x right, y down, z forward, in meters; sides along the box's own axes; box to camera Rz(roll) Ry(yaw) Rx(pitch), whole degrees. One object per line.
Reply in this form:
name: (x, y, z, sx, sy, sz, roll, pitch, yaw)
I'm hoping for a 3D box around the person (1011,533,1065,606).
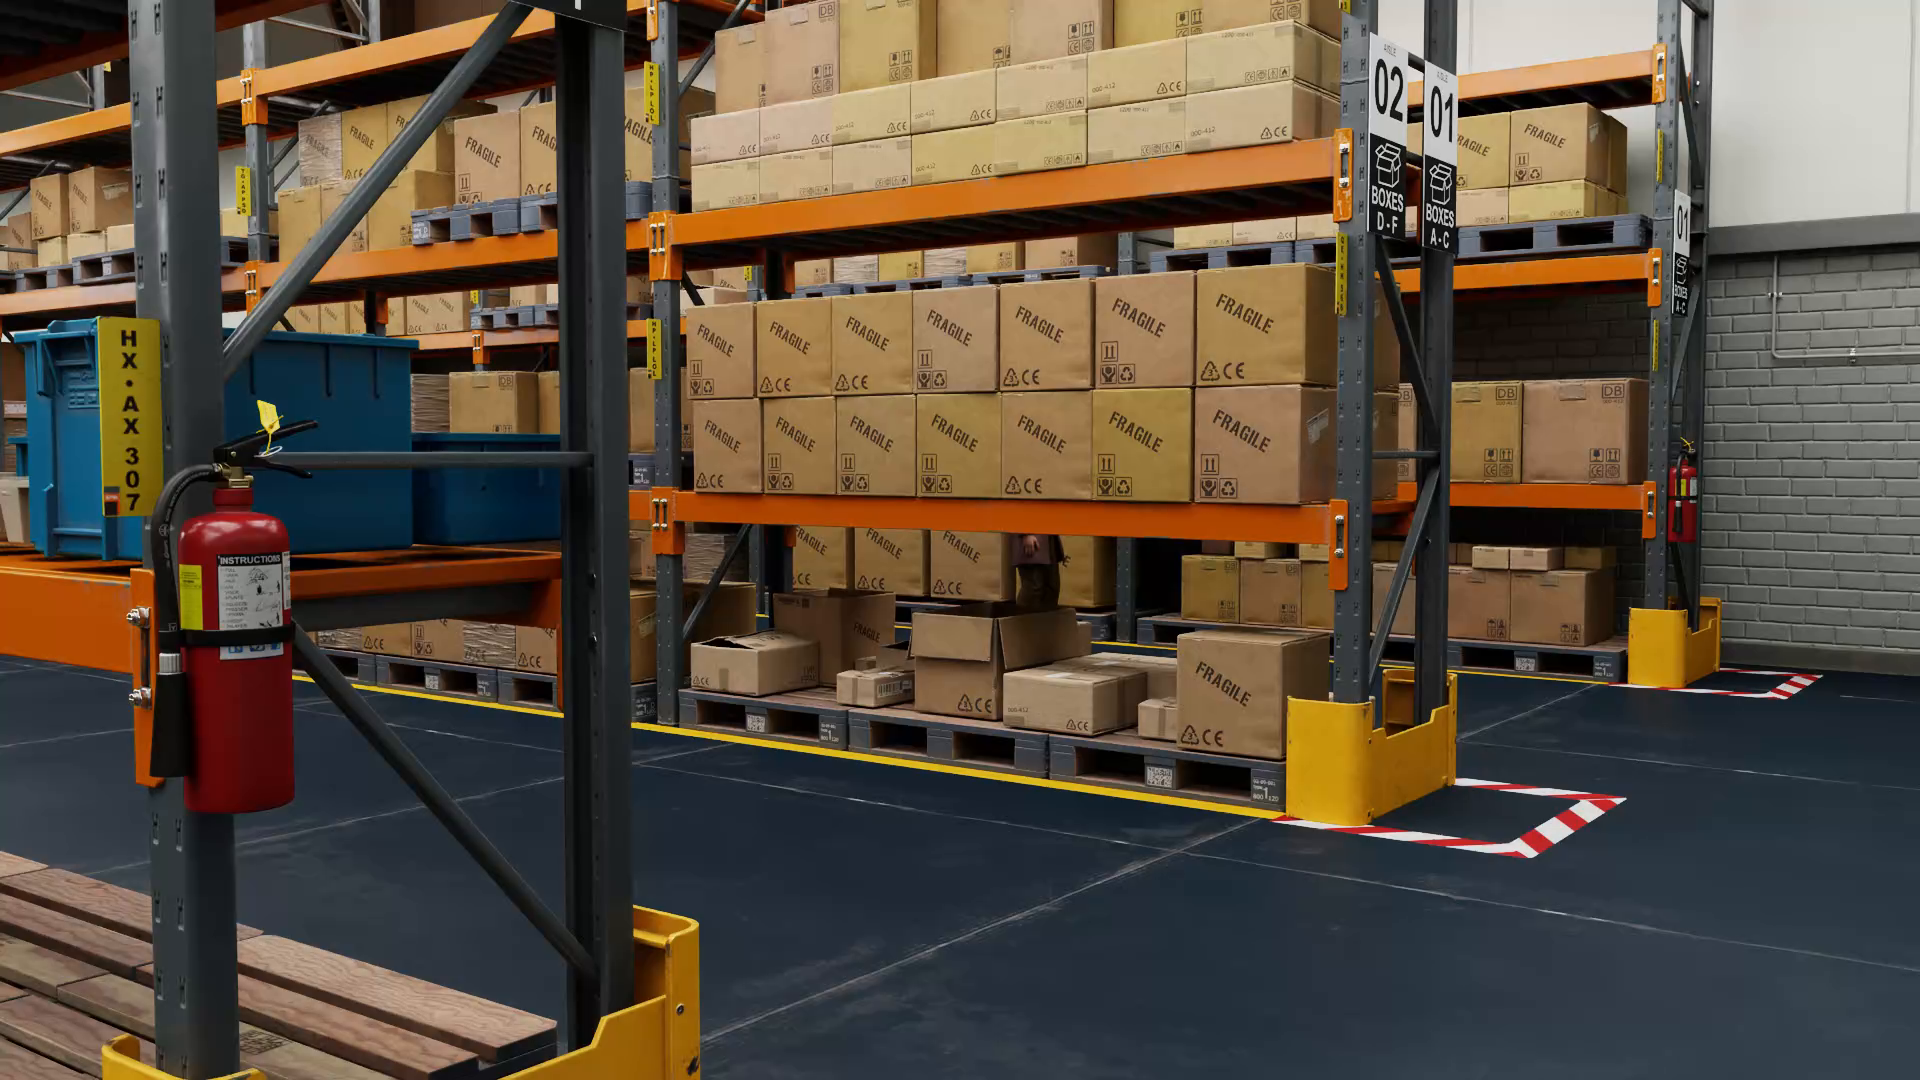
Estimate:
person: (0.593, -0.029, 12.444, 0.426, 1.773, 0.653, 2, 3, 28)
